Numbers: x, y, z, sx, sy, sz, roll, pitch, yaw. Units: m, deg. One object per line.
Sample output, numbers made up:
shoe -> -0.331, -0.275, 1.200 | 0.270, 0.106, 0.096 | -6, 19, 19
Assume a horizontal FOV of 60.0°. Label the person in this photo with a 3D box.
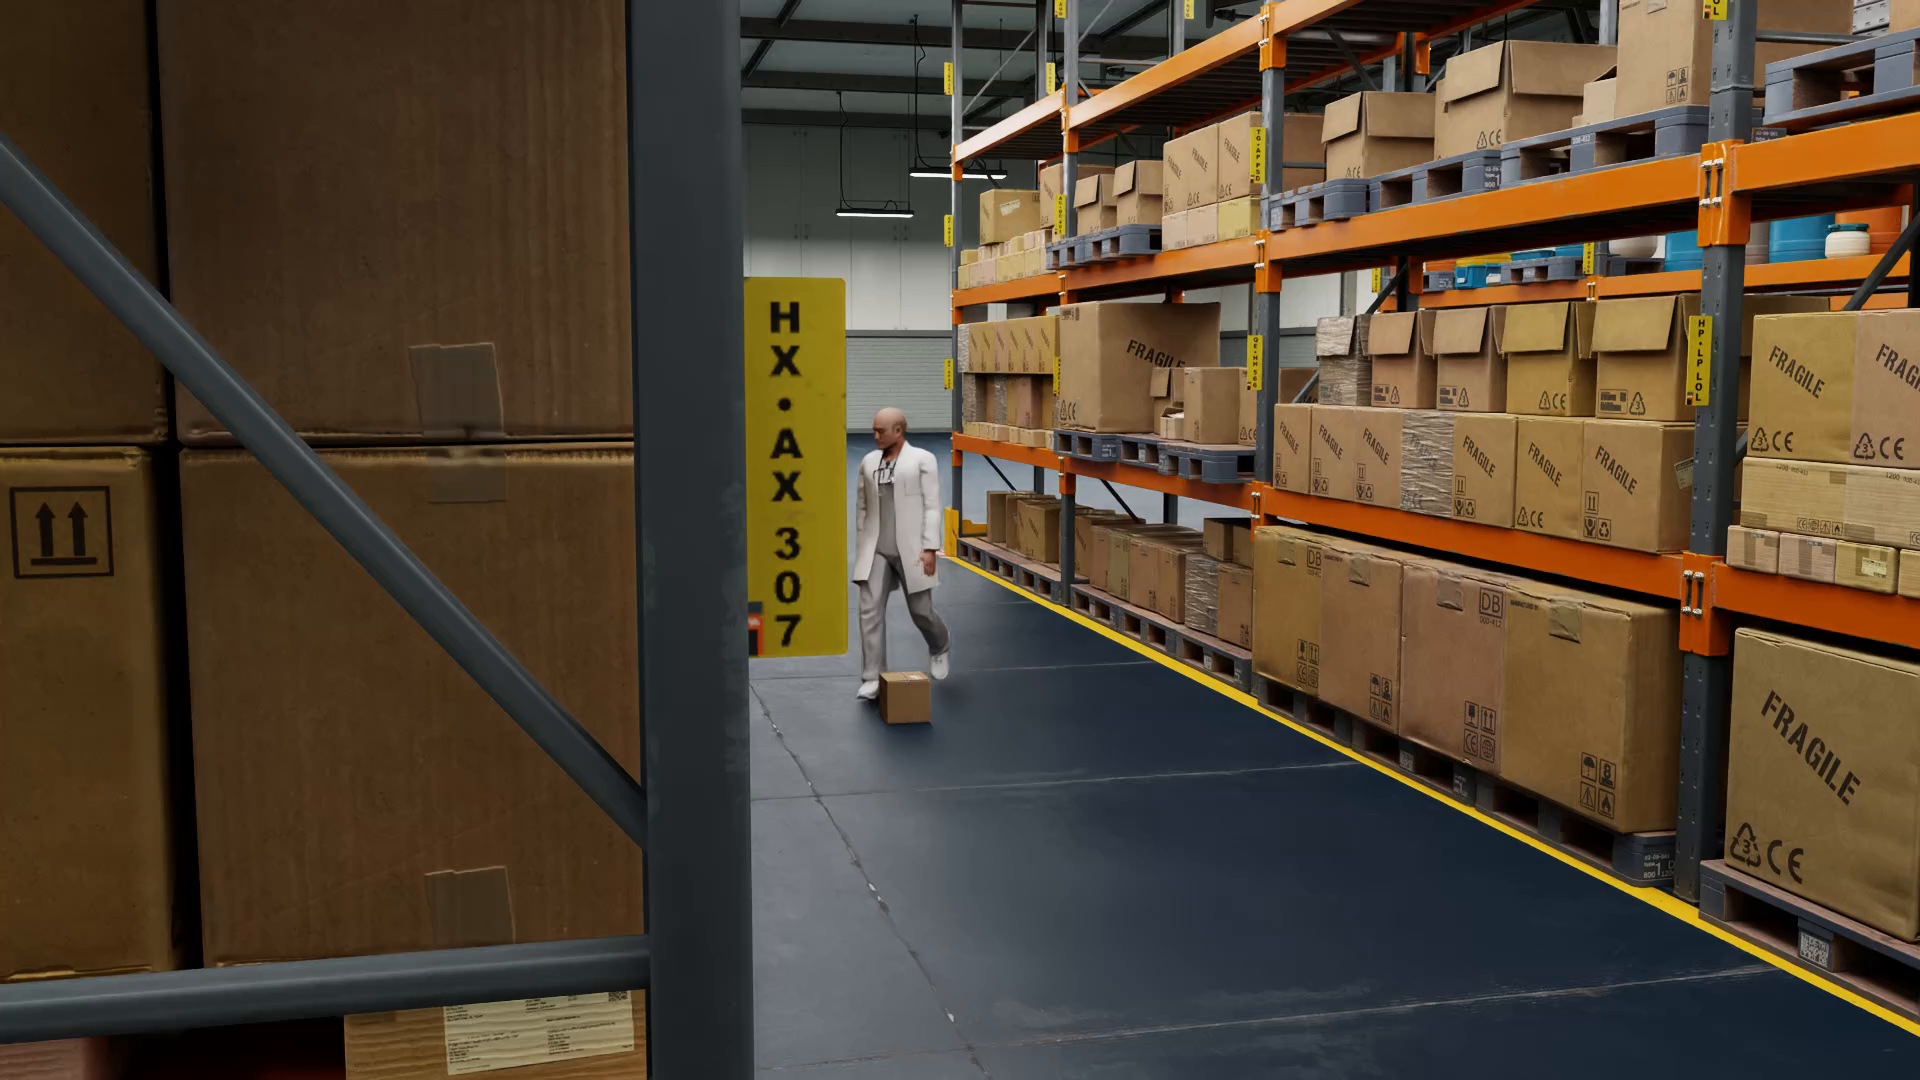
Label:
person -> -0.380, 0.060, 10.232 | 0.597, 1.752, 0.943 | 2, 6, 19
